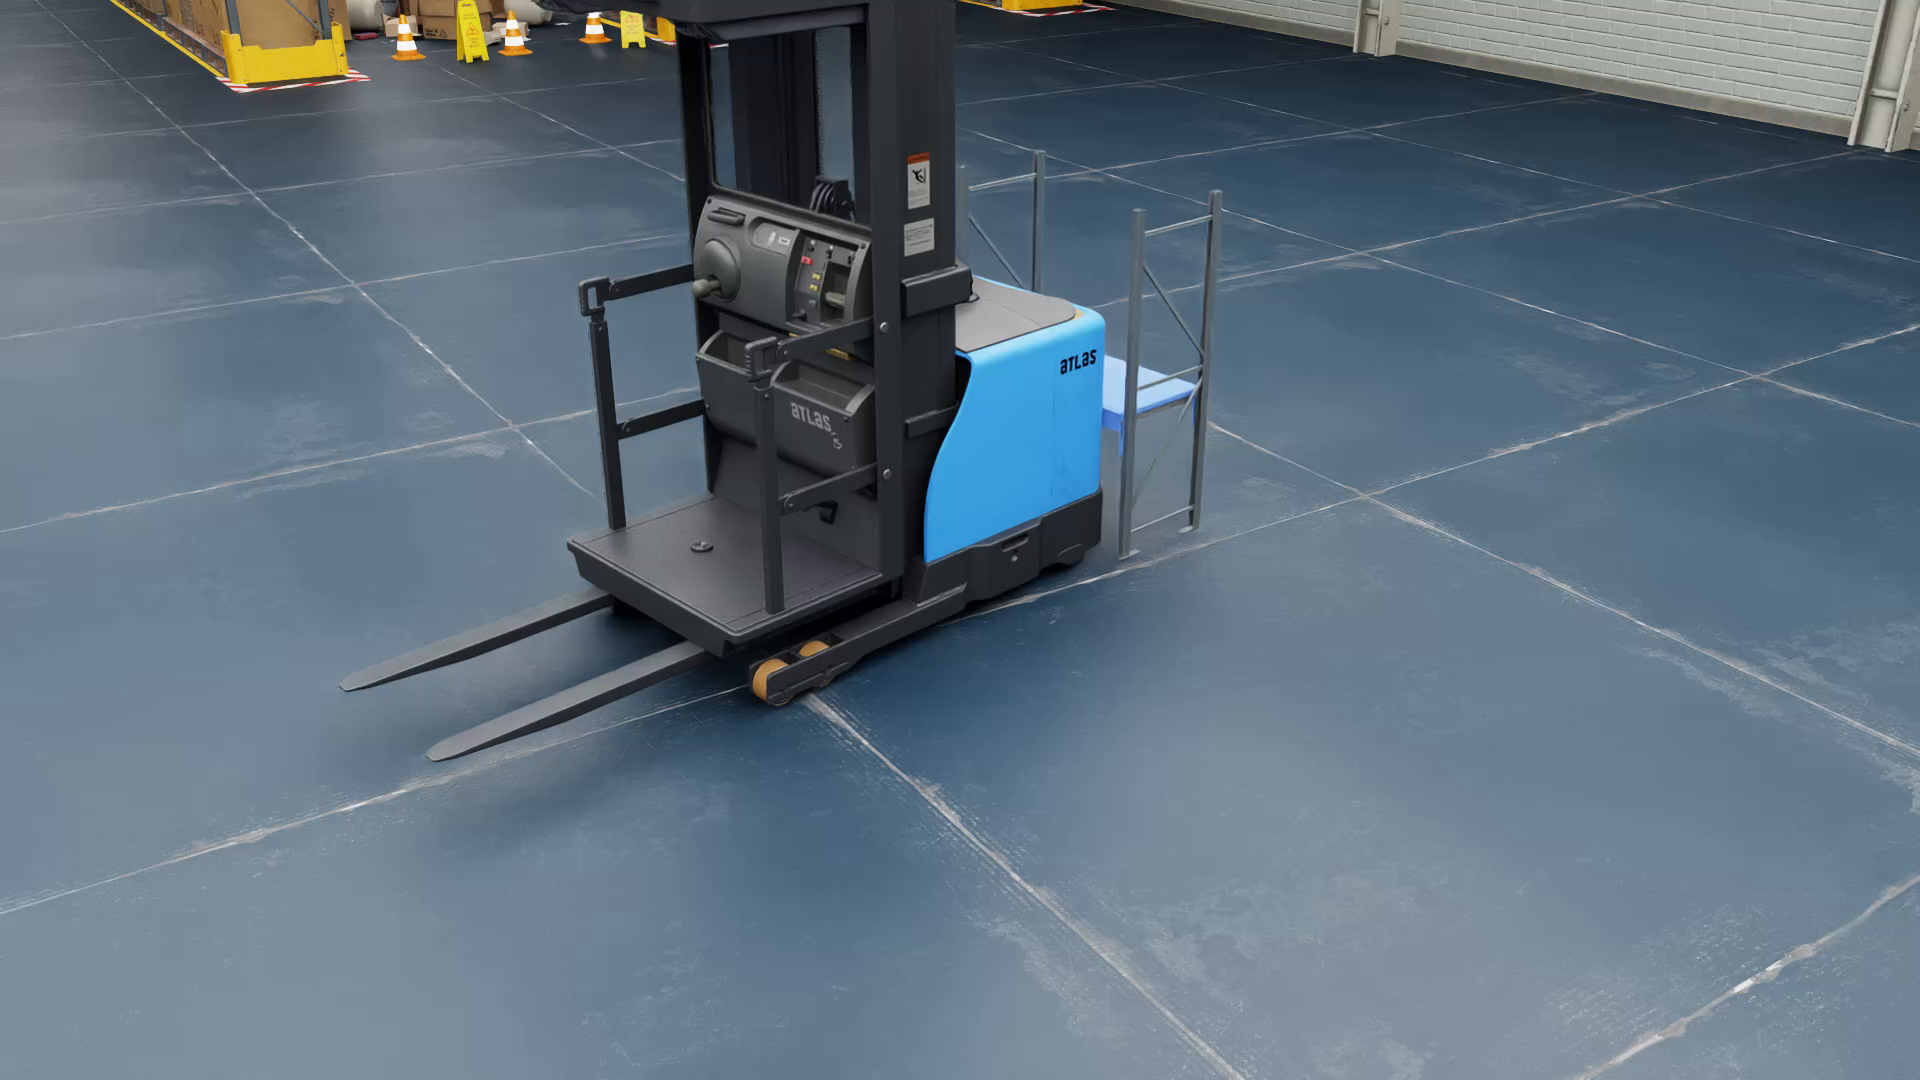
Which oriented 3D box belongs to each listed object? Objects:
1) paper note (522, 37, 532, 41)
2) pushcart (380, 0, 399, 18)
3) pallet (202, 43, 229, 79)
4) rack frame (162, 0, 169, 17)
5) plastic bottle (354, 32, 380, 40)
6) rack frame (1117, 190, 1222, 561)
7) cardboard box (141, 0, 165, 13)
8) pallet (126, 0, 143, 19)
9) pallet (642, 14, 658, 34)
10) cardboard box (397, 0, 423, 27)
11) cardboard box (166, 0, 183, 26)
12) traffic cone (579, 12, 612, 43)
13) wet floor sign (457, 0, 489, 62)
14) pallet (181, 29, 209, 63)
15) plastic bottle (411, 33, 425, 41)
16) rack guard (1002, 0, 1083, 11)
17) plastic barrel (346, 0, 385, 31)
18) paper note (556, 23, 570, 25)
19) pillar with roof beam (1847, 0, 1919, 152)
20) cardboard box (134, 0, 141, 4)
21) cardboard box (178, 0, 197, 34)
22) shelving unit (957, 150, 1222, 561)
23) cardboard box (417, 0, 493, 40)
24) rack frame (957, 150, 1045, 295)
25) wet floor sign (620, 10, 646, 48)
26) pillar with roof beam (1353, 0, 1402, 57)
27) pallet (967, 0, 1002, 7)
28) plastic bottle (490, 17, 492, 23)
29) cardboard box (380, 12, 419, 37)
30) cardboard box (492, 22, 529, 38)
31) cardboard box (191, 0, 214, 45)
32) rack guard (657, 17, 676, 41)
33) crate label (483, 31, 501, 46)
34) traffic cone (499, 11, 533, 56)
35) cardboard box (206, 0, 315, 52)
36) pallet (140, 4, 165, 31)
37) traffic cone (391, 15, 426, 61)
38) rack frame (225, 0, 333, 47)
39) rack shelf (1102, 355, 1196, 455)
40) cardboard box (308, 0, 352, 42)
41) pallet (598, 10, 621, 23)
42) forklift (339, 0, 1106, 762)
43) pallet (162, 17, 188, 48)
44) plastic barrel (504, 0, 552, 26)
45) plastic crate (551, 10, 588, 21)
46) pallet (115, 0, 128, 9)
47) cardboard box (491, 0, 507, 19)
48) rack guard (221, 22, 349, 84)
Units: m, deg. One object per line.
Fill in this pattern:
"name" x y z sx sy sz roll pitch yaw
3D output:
"paper note" -5.229 -6.011 19.948 0.142 0.019 0.148 18 31 33
"pushcart" -7.112 -7.175 22.007 0.936 0.377 1.648 18 31 33
"pallet" -7.639 -5.297 18.223 1.003 0.211 1.213 -16 29 -30
"rack frame" -9.321 -7.721 20.091 1.000 3.000 0.127 -16 29 -30
"plastic bottle" -7.146 -6.079 20.057 0.133 0.061 0.283 18 31 33
"rack frame" 0.866 -0.667 6.906 0.500 1.500 0.032 -21 32 -37
"cardboard box" -9.735 -7.094 20.907 1.050 0.750 0.750 -16 29 -30
"pallet" -10.475 -7.155 22.159 1.003 0.211 1.213 -16 29 -30
"pallet" -3.500 -6.545 20.866 1.003 0.211 1.213 -16 29 -30
"cardboard box" -6.643 -6.783 20.870 0.797 0.637 0.503 -16 29 -30
"cardboard box" -9.036 -6.708 19.944 0.875 0.875 0.875 -15 29 -29
"traffic cone" -4.361 -6.186 19.811 0.336 0.463 0.334 -16 29 -30
"wet floor sign" -5.462 -5.676 18.518 0.267 0.644 0.232 -22 33 -38
"pallet" -8.301 -5.733 19.146 1.003 0.211 1.213 -16 29 -30
"plastic bottle" -6.579 -6.051 19.996 0.283 0.061 0.133 18 31 33
"rack guard" 1.125 -7.499 22.549 1.175 0.500 0.348 -16 29 -30
"plastic barrel" -7.416 -6.507 20.539 0.512 0.421 0.421 3 25 6
"paper note" -5.039 -6.556 21.102 0.148 0.019 0.142 18 31 33
"pillar with roof beam" 4.431 -6.514 10.508 9.100 9.000 0.400 -16 29 -30
"cardboard box" -10.258 -7.440 21.640 1.050 0.750 0.750 -16 29 -30
"cardboard box" -8.541 -6.387 19.263 0.875 0.875 0.875 -15 29 -29
"shelving unit" 0.525 -0.828 7.247 0.538 1.500 1.048 -21 32 -37
"cardboard box" -6.125 -6.389 20.194 0.637 0.503 0.797 7 26 15
"rack frame" 0.184 -0.989 7.588 0.500 1.500 0.032 -21 32 -37
"wet floor sign" -3.838 -6.098 19.411 0.267 0.644 0.232 -6 26 -12
"pillar with roof beam" 1.155 -8.660 15.054 9.100 9.000 0.400 -16 29 -30
"pallet" 0.659 -7.641 23.188 1.003 0.211 1.213 -16 29 -30
"plastic bottle" -6.095 -6.683 21.335 0.133 0.061 0.283 -10 27 -21
"cardboard box" -6.839 -6.299 20.281 0.396 0.266 0.258 -10 27 -21
"cardboard box" -5.453 -6.188 20.184 0.380 0.149 0.250 -1 25 -3
"cardboard box" -8.045 -6.060 18.571 0.875 0.875 0.875 -16 30 -30
"rack guard" -3.087 -6.376 20.172 1.175 0.500 0.348 -16 29 -30
"crate label" -5.586 -5.925 19.640 0.298 0.136 0.250 12 28 24
"traffic cone" -5.105 -5.805 19.005 0.336 0.463 0.334 -16 29 -30
"cardboard box" -7.563 -5.746 17.905 0.875 0.875 0.875 -15 29 -29
"pallet" -9.805 -6.718 21.234 1.003 0.211 1.213 -16 29 -30
"traffic cone" -6.237 -5.664 18.705 0.336 0.463 0.334 -16 29 -30
"rack frame" -7.137 -6.290 17.060 1.000 3.000 0.127 -16 29 -30
"rack shelf" 0.525 -0.665 7.324 0.538 0.185 1.000 -21 32 -37
"cardboard box" -7.614 -6.275 19.954 0.500 0.500 0.500 -10 27 -21
"pallet" -4.162 -6.981 21.790 1.003 0.211 1.213 -16 29 -30
"forklift" -0.807 -0.977 5.887 3.031 2.935 1.130 -23 33 -39
"pallet" -8.971 -6.169 20.071 1.003 0.211 1.213 -16 29 -30
"plastic barrel" -5.441 -6.701 20.948 0.512 0.421 0.421 3 25 6
"plastic crate" -5.059 -6.837 21.640 0.583 0.080 0.402 18 31 33
"pallet" -11.137 -7.591 23.082 1.003 0.211 1.213 -16 29 -30
"cardboard box" -5.784 -7.081 21.661 0.500 0.500 0.500 3 25 6
"rack guard" -7.124 -5.151 17.576 1.175 0.500 0.348 -16 29 -30
